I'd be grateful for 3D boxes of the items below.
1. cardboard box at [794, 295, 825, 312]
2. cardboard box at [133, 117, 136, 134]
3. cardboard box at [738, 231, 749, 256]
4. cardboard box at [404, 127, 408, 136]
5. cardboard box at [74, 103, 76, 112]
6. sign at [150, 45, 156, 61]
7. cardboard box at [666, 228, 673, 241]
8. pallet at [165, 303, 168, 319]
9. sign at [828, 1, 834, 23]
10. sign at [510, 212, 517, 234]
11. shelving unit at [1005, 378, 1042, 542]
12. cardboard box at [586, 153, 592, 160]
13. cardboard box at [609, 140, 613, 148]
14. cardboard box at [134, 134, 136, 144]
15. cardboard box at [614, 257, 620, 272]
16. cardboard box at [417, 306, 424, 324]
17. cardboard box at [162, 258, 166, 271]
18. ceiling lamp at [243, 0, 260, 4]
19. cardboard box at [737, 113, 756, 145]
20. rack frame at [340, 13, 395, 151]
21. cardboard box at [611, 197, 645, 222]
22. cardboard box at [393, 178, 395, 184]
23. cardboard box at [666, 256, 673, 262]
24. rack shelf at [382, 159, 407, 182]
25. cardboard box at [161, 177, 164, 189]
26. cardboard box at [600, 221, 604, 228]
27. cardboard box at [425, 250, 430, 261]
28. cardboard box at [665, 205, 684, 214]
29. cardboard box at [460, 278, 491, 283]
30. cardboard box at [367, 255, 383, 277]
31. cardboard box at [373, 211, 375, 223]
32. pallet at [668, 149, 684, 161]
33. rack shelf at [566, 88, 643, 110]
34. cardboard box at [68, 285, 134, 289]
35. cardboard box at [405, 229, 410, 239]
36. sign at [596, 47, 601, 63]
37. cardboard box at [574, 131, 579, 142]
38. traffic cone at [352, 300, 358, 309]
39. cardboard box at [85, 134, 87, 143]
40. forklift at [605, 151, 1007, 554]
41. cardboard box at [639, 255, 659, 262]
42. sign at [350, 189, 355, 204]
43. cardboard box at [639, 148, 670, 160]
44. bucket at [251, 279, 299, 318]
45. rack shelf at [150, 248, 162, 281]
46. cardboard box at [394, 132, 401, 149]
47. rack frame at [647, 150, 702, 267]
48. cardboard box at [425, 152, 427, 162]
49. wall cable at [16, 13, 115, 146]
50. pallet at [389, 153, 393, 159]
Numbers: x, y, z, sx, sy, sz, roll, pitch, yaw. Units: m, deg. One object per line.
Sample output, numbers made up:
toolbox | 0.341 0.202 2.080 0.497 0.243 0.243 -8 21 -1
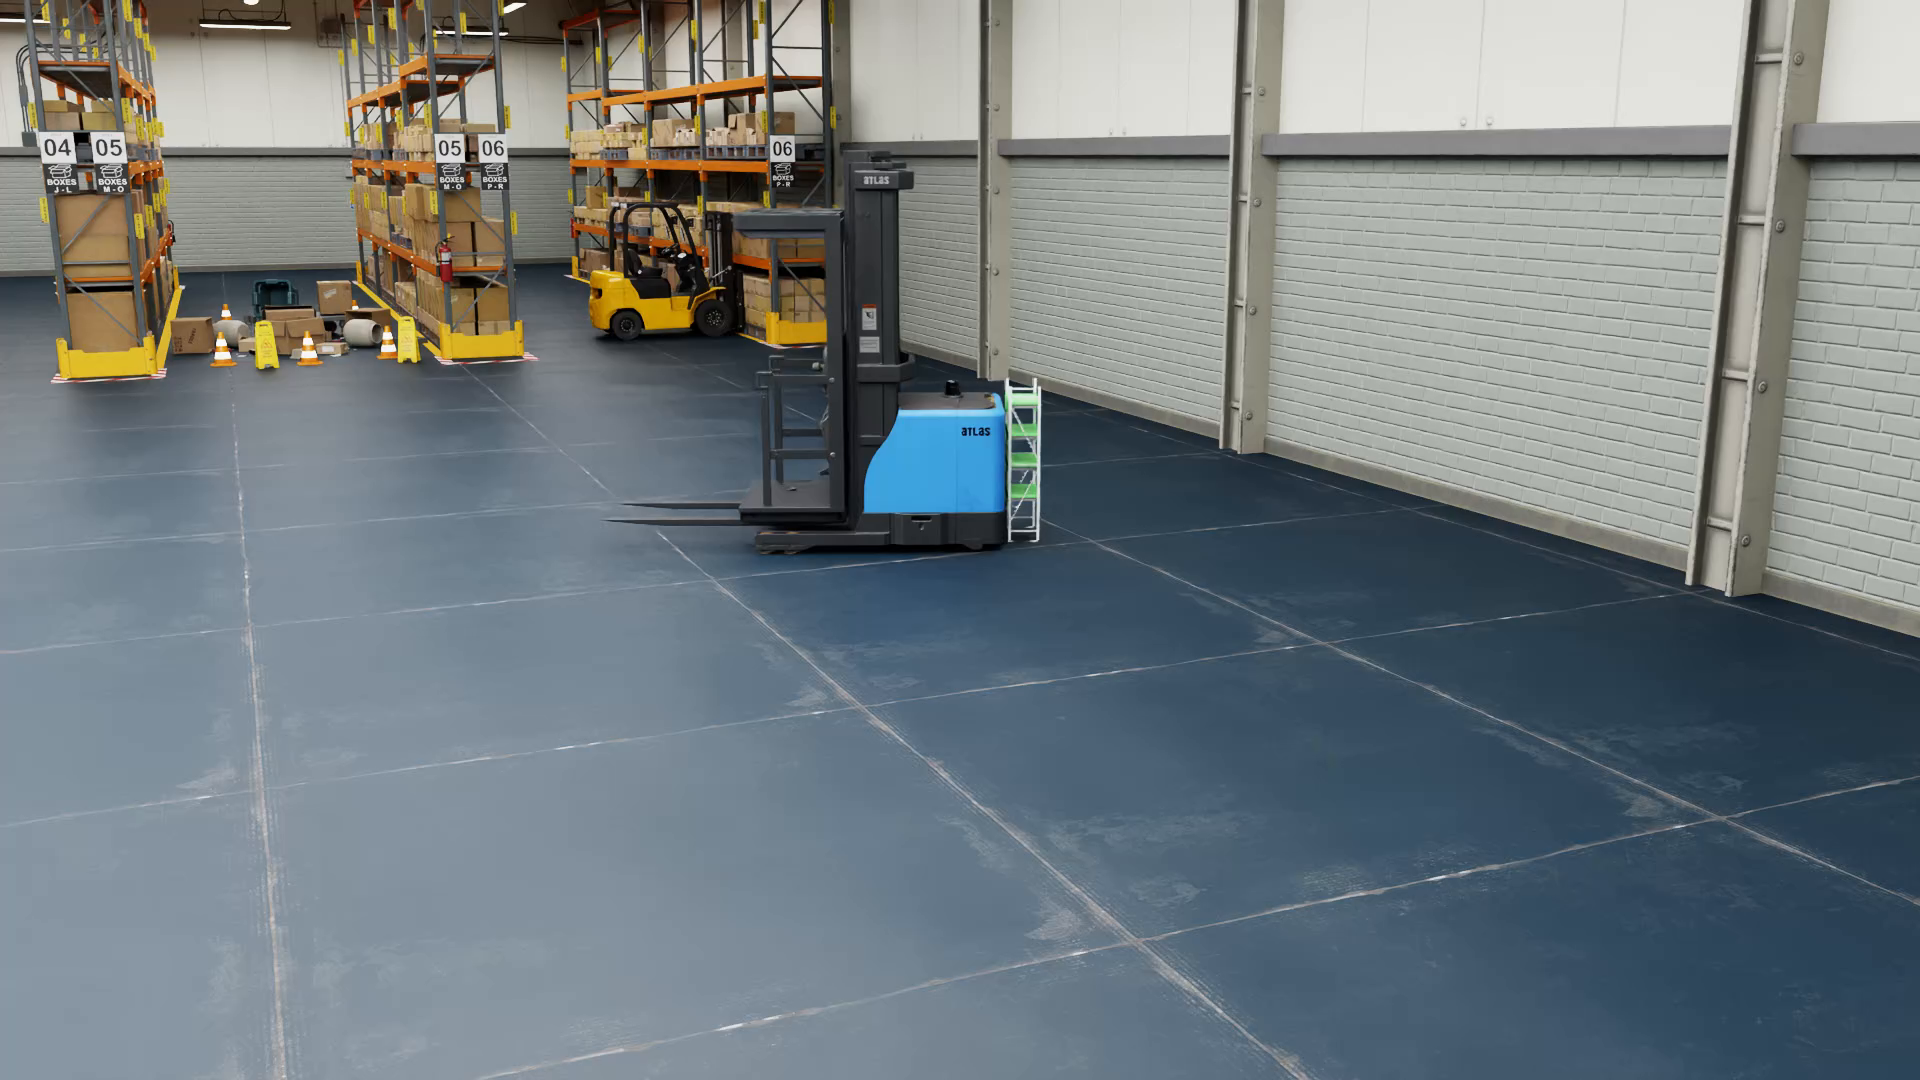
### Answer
cardboard box | -2.497 -3.850 26.910 0.500 0.250 0.500 -5 14 -22
cardboard box | -12.711 -6.243 25.058 0.500 0.250 0.500 -6 14 -24
cardboard box | -3.342 -4.966 27.452 0.500 0.500 0.500 -6 14 -24
cardboard box | -8.821 -6.636 27.024 0.380 0.149 0.250 -6 14 -24
cardboard box | -12.496 -5.991 23.085 0.380 0.149 0.250 -6 14 -24
sign | -17.433 -10.515 35.921 0.100 0.325 0.005 -6 14 -23
cardboard box | -5.340 -5.881 31.961 0.500 0.250 0.500 -6 14 -25
pallet | -15.057 -4.164 30.394 1.003 0.211 1.213 -6 14 -23
sign | -1.988 -8.129 25.614 0.100 0.325 0.005 -6 14 -23
sign | -6.549 -4.647 24.376 0.100 0.325 0.005 -6 14 -23
shelving unit | 0.485 -0.628 12.923 0.258 1.200 0.503 0 13 -1
cardboard box | -8.365 -8.807 38.173 0.380 0.149 0.250 -5 14 -22
cardboard box | -7.265 -8.439 35.432 0.380 0.149 0.250 -5 14 -22
cardboard box | -12.396 -5.922 24.559 0.380 0.149 0.250 -6 14 -23
cardboard box | -7.319 -5.971 36.629 0.500 0.500 0.500 -5 14 -21
cardboard box | -8.659 -3.721 27.463 0.500 0.250 0.500 -6 14 -26
cardboard box | -15.624 -5.301 32.072 0.500 0.250 0.500 -5 14 -20
ceiling lamp | -13.520 -12.052 32.042 0.800 3.185 2.000 -6 14 -23
cardboard box | -3.219 -6.679 27.048 0.700 0.500 0.500 -6 14 -23
rack frame | -13.455 -10.405 37.868 1.000 3.000 0.127 -6 14 -23
cardboard box | -7.110 -7.131 35.874 0.700 0.500 0.500 -5 14 -22
cardboard box | -11.859 -7.648 35.382 0.380 0.149 0.250 -5 14 -22
cardboard box | -5.882 -5.818 34.531 0.380 0.149 0.250 -5 14 -22
rack shelf | -9.449 -6.527 29.361 1.077 0.370 4.000 -6 14 -23
cardboard box | -17.119 -7.411 35.141 0.500 0.500 0.500 -5 14 -20
cardboard box | -7.916 -7.129 37.575 0.380 0.149 0.250 -5 14 -22
cardboard box | -8.185 -4.472 26.095 0.380 0.149 0.250 -6 14 -23
cardboard box | -5.495 -6.392 32.174 0.380 0.149 0.250 -5 14 -22
cardboard box | -7.754 -3.925 26.679 0.500 0.500 0.500 -5 14 -20
cardboard box | -13.099 -6.311 38.236 0.875 0.438 0.875 -6 14 -25
cardboard box | -11.700 -6.604 33.977 0.500 0.250 0.500 -5 14 -22
pallet | -4.899 -7.285 31.459 1.003 0.211 1.213 -5 14 -20
rack shelf | -8.107 -10.088 38.105 1.077 0.370 4.000 -6 14 -23
cardboard box | -12.227 -3.193 23.796 0.875 0.875 0.875 -6 14 -24
cardboard box | -9.333 -5.272 28.624 0.380 0.149 0.250 -6 14 -24
sign | -7.811 -10.476 35.928 0.100 0.325 0.005 -6 14 -23
cardboard box | -8.774 -9.487 39.118 0.500 0.250 0.500 -6 14 -23
traffic cone | -10.428 -3.896 28.679 0.336 0.463 0.334 -6 14 -23
cardboard box | -13.105 -5.916 24.531 0.380 0.149 0.250 -6 14 -23
forklift | -1.172 -1.442 12.599 3.031 2.935 1.130 0 13 -1
cardboard box | -6.501 -5.882 34.807 0.380 0.149 0.250 -6 14 -24
sign | -13.966 -7.893 38.227 0.100 0.325 0.005 -6 14 -23
cardboard box | -6.132 -7.751 33.386 0.500 0.250 0.500 -6 14 -25
bucket | -10.976 -3.861 26.787 0.726 0.611 0.620 -1 3 -4
rack shelf | -13.944 -4.597 27.677 1.077 0.370 4.000 -6 14 -23
cardboard box | -9.880 -7.142 30.204 0.700 0.500 0.500 -6 14 -23
rack frame | -5.704 -6.278 33.344 1.000 3.000 0.127 -6 14 -23
cardboard box | -7.932 -5.831 25.315 0.380 0.149 0.250 -6 14 -25
wall cable | -21.642 -12.556 40.031 2.277 5.999 0.120 -6 14 -23
pallet | -11.440 -7.839 33.858 0.805 0.209 1.217 -6 14 -25
